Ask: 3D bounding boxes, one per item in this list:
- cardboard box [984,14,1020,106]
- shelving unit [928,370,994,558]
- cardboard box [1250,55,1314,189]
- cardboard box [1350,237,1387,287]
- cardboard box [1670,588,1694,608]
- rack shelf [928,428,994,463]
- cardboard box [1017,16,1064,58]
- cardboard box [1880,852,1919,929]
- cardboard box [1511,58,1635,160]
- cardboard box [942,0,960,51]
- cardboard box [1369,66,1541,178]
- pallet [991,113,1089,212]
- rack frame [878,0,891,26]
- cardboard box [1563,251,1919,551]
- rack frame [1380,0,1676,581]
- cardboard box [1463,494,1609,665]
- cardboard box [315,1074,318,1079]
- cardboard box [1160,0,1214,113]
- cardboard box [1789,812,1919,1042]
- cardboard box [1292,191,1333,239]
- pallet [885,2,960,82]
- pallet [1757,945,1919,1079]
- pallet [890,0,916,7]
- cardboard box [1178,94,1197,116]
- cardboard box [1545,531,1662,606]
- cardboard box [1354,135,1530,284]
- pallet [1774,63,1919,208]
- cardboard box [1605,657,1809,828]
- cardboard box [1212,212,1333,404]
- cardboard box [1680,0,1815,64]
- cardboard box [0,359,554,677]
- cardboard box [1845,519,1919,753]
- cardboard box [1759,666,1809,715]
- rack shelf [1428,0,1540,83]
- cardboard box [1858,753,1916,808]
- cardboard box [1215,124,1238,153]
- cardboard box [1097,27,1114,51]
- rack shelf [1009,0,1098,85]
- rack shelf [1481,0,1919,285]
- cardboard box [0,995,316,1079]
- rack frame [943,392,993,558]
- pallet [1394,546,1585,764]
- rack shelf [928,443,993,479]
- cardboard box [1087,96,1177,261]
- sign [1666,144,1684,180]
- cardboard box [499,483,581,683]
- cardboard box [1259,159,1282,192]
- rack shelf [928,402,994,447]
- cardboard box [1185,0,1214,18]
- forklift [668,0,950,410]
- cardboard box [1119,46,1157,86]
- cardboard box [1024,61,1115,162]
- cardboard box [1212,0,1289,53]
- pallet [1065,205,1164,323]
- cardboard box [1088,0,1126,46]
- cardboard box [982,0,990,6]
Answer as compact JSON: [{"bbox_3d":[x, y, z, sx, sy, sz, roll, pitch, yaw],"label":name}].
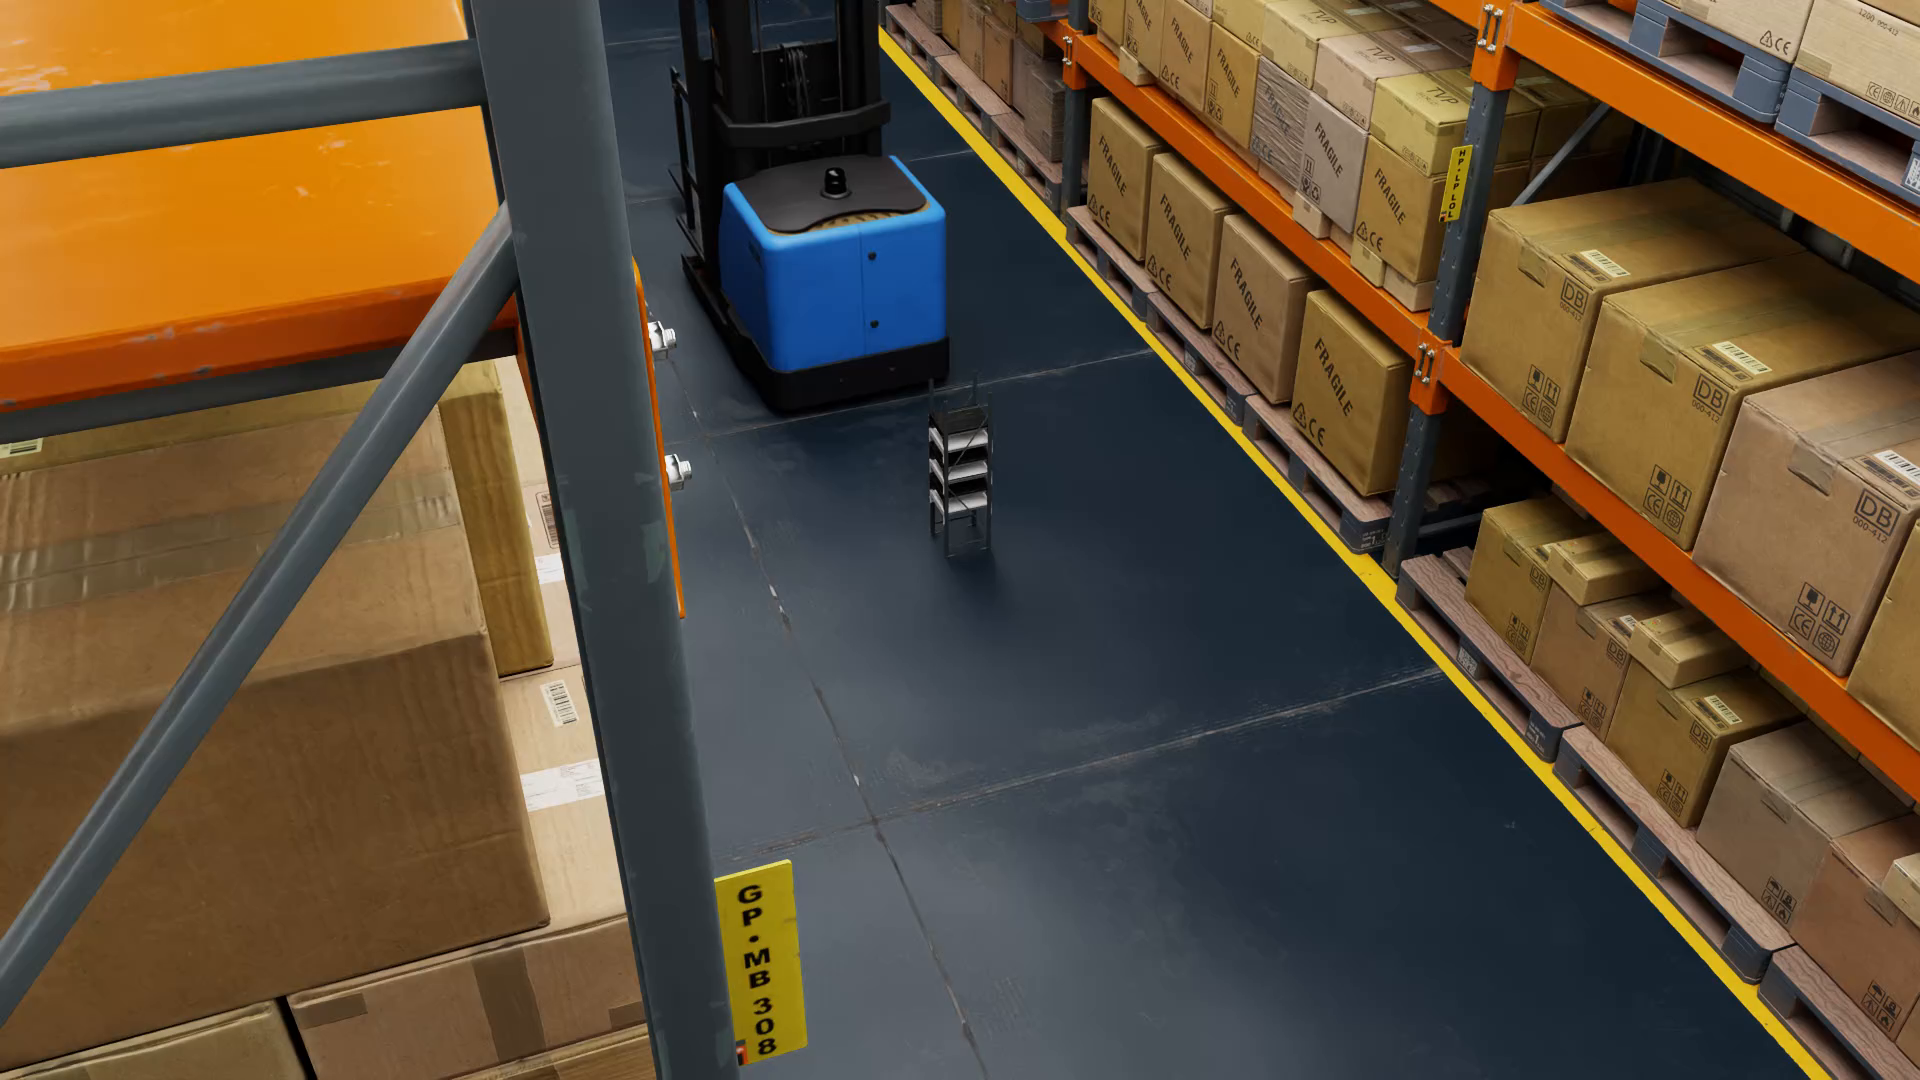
[{"bbox_3d":[0.594,-3.563,12.199,0.700,0.500,0.500,-13,39,-16],"label":"cardboard box"},{"bbox_3d":[0.003,-0.355,7.973,0.258,0.900,0.210,-12,39,-16],"label":"shelving unit"},{"bbox_3d":[1.788,-2.087,8.180,0.500,0.500,0.500,-12,39,-16],"label":"cardboard box"},{"bbox_3d":[2.042,-1.318,7.698,0.380,0.149,0.250,-12,39,-15],"label":"cardboard box"},{"bbox_3d":[3.105,0.198,6.683,0.380,0.149,0.250,-14,39,-17],"label":"cardboard box"},{"bbox_3d":[0.003,-0.472,7.885,0.258,0.077,0.200,-12,39,-16],"label":"rack shelf"},{"bbox_3d":[0.723,-3.607,11.634,0.500,0.250,0.500,-12,39,-15],"label":"cardboard box"},{"bbox_3d":[3.271,1.138,5.436,0.380,0.149,0.250,-11,38,-15],"label":"cardboard box"},{"bbox_3d":[2.620,-1.920,7.336,0.500,0.250,0.500,-11,38,-15],"label":"cardboard box"},{"bbox_3d":[0.274,-4.143,12.968,0.700,0.500,0.500,-13,39,-17],"label":"cardboard box"},{"bbox_3d":[2.132,-1.817,7.199,0.500,0.250,0.500,-12,38,-15],"label":"cardboard box"},{"bbox_3d":[0.889,-2.727,11.695,1.003,0.211,1.213,-12,39,-16],"label":"pallet"},{"bbox_3d":[-0.220,-5.659,13.270,1.000,3.000,0.127,-12,39,-16],"label":"rack frame"},{"bbox_3d":[2.951,-0.536,6.220,0.980,0.700,0.700,-13,39,-17],"label":"cardboard box"},{"bbox_3d":[2.533,-1.140,7.270,1.000,3.000,0.127,-12,39,-16],"label":"rack frame"},{"bbox_3d":[2.694,0.135,7.307,0.700,0.500,0.500,-12,39,-15],"label":"cardboard box"},{"bbox_3d":[-1.164,0.774,2.361,0.500,0.250,0.500,-12,39,-16],"label":"cardboard box"},{"bbox_3d":[1.425,-2.660,8.942,0.500,0.500,0.500,-13,39,-16],"label":"cardboard box"},{"bbox_3d":[3.403,1.293,5.769,0.700,0.500,0.500,-13,39,-16],"label":"cardboard box"},{"bbox_3d":[1.849,-1.610,8.087,0.380,0.149,0.250,-12,39,-16],"label":"cardboard box"},{"bbox_3d":[0.050,-4.106,13.525,1.003,0.211,1.213,-12,39,-16],"label":"pallet"},{"bbox_3d":[3.561,1.798,5.687,1.003,0.211,1.213,-12,39,-16],"label":"pallet"},{"bbox_3d":[-0.484,-4.917,14.603,1.003,0.211,1.213,-12,39,-16],"label":"pallet"},{"bbox_3d":[1.443,-2.500,9.268,0.380,0.149,0.250,-12,39,-15],"label":"cardboard box"},{"bbox_3d":[2.641,0.107,6.805,0.380,0.149,0.250,-11,38,-14],"label":"cardboard box"},{"bbox_3d":[2.138,-1.515,7.421,0.500,0.500,0.500,-13,39,-17],"label":"cardboard box"},{"bbox_3d":[3.221,-1.150,4.864,1.003,0.211,1.213,-12,39,-16],"label":"pallet"},{"bbox_3d":[3.039,0.709,6.544,0.700,0.500,0.500,-12,39,-15],"label":"cardboard box"},{"bbox_3d":[1.879,-1.291,8.908,0.750,0.750,0.750,-11,38,-15],"label":"cardboard box"},{"bbox_3d":[2.686,-1.750,5.280,0.500,0.250,0.500,-13,39,-17],"label":"cardboard box"},{"bbox_3d":[-1.025,-0.077,2.451,0.700,0.500,0.500,-12,39,-16],"label":"cardboard box"},{"bbox_3d":[3.464,0.305,5.102,0.980,0.700,0.700,-13,39,-16],"label":"cardboard box"},{"bbox_3d":[3.281,0.487,6.300,0.380,0.149,0.250,-13,39,-17],"label":"cardboard box"},{"bbox_3d":[1.845,-3.180,8.084,1.077,0.370,4.000,-12,39,-16],"label":"rack shelf"},{"bbox_3d":[3.457,0.775,5.918,0.380,0.149,0.250,-12,39,-15],"label":"cardboard box"},{"bbox_3d":[1.591,-2.209,8.882,0.380,0.149,0.250,-12,39,-16],"label":"cardboard box"},{"bbox_3d":[1.053,-3.073,10.029,0.380,0.149,0.250,-13,39,-17],"label":"cardboard box"},{"bbox_3d":[0.469,-4.242,11.986,1.077,0.370,4.000,-12,39,-16],"label":"rack shelf"},{"bbox_3d":[3.222,-0.921,5.084,1.077,0.370,4.000,-12,39,-16],"label":"rack shelf"},{"bbox_3d":[-1.156,0.572,2.213,0.500,0.250,0.500,-12,39,-16],"label":"cardboard box"},{"bbox_3d":[0.038,-0.297,7.897,0.240,0.900,0.006,-12,39,-16],"label":"rack frame"},{"bbox_3d":[2.722,0.420,7.517,1.003,0.211,1.213,-12,39,-16],"label":"pallet"},{"bbox_3d":[0.003,-0.400,7.939,0.258,0.077,0.200,-12,39,-16],"label":"rack shelf"},{"bbox_3d":[1.287,-2.266,10.203,0.750,0.750,0.750,-13,39,-17],"label":"cardboard box"},{"bbox_3d":[3.054,-1.633,7.140,0.100,0.325,0.005,-12,39,-16],"label":"sign"},{"bbox_3d":[-0.838,0.182,2.732,0.500,0.250,0.500,-12,39,-16],"label":"cardboard box"},{"bbox_3d":[1.755,-1.907,8.480,0.380,0.149,0.250,-13,39,-17],"label":"cardboard box"},{"bbox_3d":[0.003,-0.544,7.831,0.258,0.077,0.200,-12,39,-16],"label":"rack shelf"},{"bbox_3d":[1.432,-2.971,8.731,0.500,0.250,0.500,-12,39,-16],"label":"cardboard box"},{"bbox_3d":[-1.086,-2.764,9.484,1.130,2.935,3.031,-14,39,-18],"label":"forklift"},{"bbox_3d":[1.143,-2.761,9.615,0.380,0.149,0.250,-11,38,-15],"label":"cardboard box"},{"bbox_3d":[0.860,-2.973,11.415,0.700,0.500,0.500,-12,39,-15],"label":"cardboard box"},{"bbox_3d":[1.614,-2.684,8.350,0.500,0.250,0.500,-13,39,-17],"label":"cardboard box"},{"bbox_3d":[1.357,-1.825,10.497,1.003,0.211,1.213,-12,39,-16],"label":"pallet"},{"bbox_3d":[1.084,-3.239,9.710,0.500,0.500,0.500,-11,38,-15],"label":"cardboard box"},{"bbox_3d":[0.387,-4.182,12.398,0.500,0.250,0.500,-14,39,-17],"label":"cardboard box"}]
